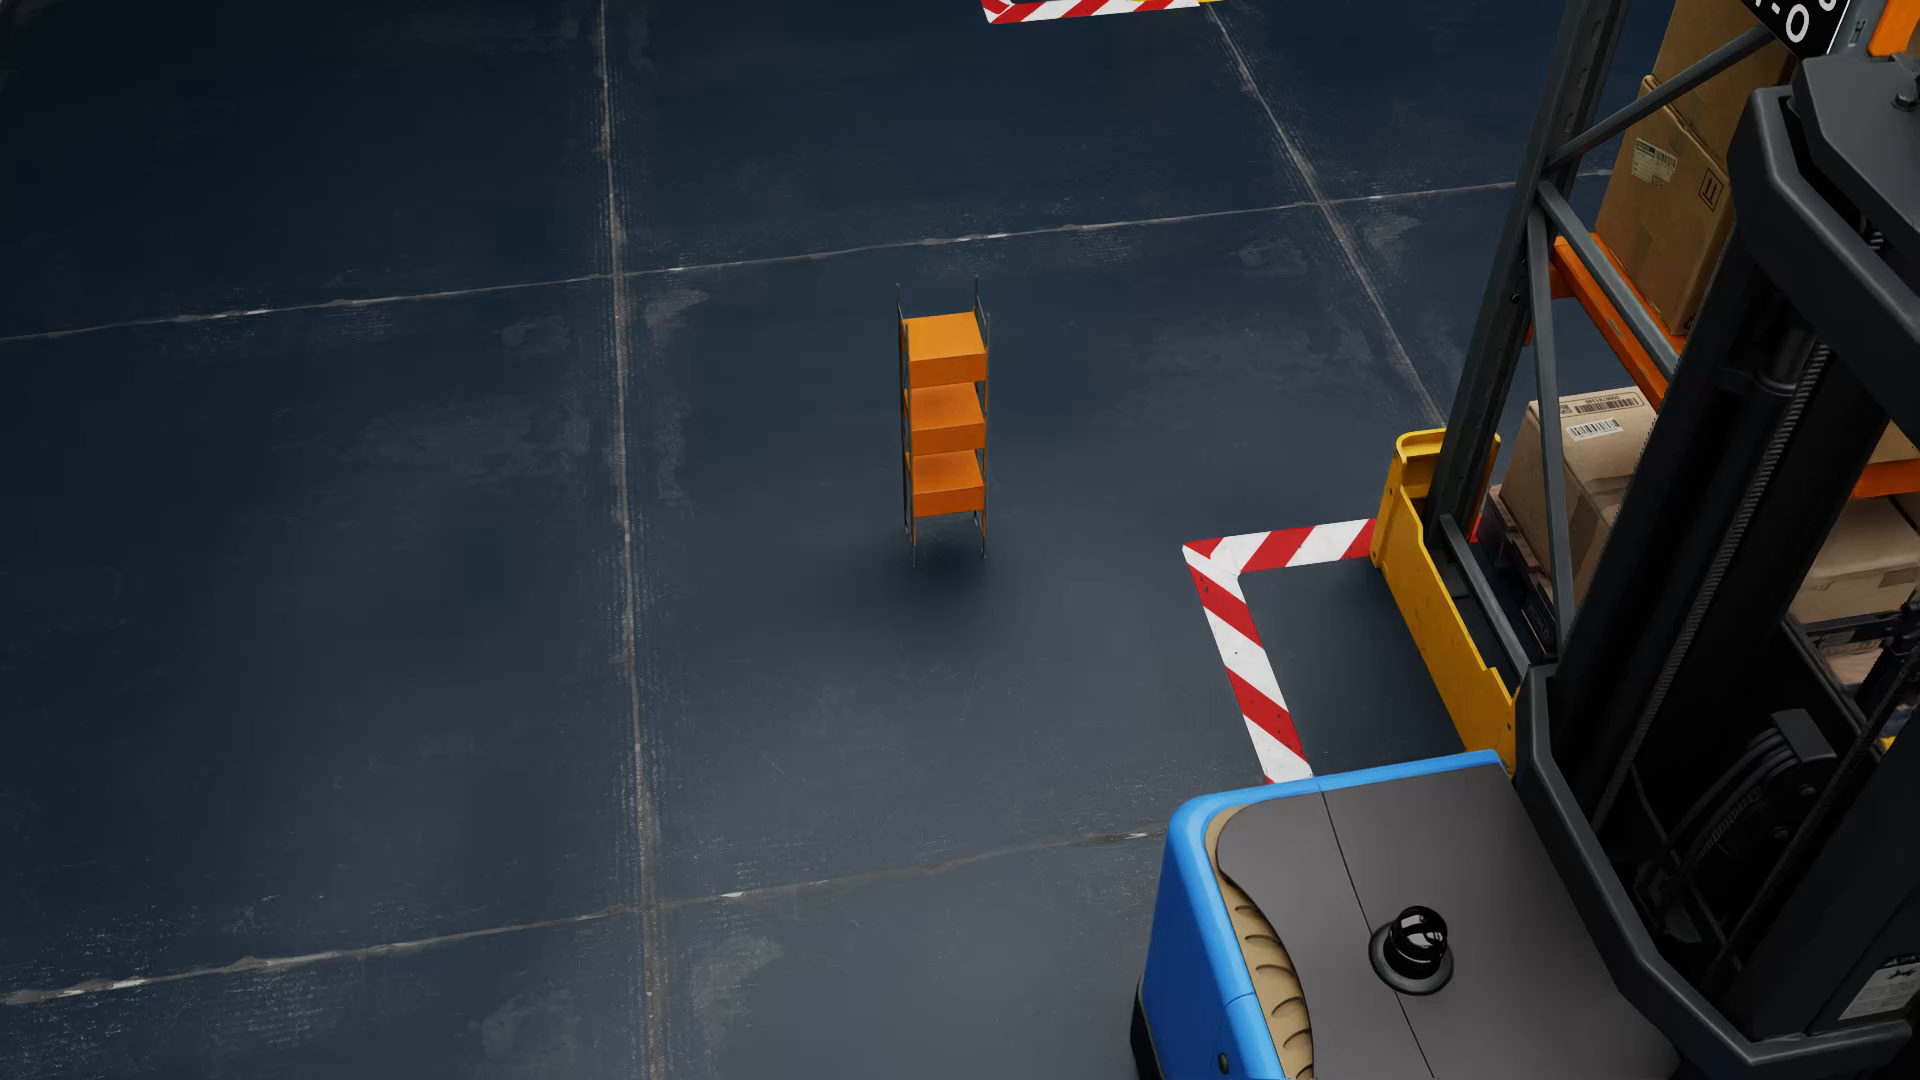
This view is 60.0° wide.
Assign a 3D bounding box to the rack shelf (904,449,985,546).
[{"bbox_3d":[-0.053,-0.158,5.573,0.240,0.259,0.215,-7,46,-7],"label":"rack shelf"}]

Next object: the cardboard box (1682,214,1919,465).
[{"bbox_3d":[2.208,-0.533,4.111,0.500,0.500,0.500,-7,47,-7],"label":"cardboard box"}]

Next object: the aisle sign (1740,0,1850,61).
[{"bbox_3d":[1.665,-1.330,3.143,0.004,0.787,0.394,-7,46,-7],"label":"aisle sign"}]

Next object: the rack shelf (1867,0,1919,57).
[{"bbox_3d":[3.657,-1.680,3.702,4.000,0.370,1.077,-7,46,-7],"label":"rack shelf"}]

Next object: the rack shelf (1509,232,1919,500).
[{"bbox_3d":[3.657,-0.639,4.782,4.000,0.370,1.077,-7,46,-7],"label":"rack shelf"}]

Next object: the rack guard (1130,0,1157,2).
[{"bbox_3d":[0.911,-3.307,8.589,0.348,0.500,1.175,-7,46,-7],"label":"rack guard"}]

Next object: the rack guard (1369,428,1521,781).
[{"bbox_3d":[1.662,0.227,5.184,0.348,0.500,1.175,-7,46,-7],"label":"rack guard"}]

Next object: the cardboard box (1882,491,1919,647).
[{"bbox_3d":[3.220,-0.170,5.318,0.875,0.438,0.875,-6,46,-6],"label":"cardboard box"}]

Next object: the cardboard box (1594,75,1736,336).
[{"bbox_3d":[2.116,-0.925,4.488,0.500,0.500,0.500,-7,46,-7],"label":"cardboard box"}]

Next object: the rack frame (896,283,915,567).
[{"bbox_3d":[-0.173,-0.343,5.351,0.008,1.050,0.200,-7,46,-7],"label":"rack frame"}]

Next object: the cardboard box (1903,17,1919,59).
[{"bbox_3d":[2.083,-1.097,3.509,0.250,0.149,0.380,-6,46,-6],"label":"cardboard box"}]

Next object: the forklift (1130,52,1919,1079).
[{"bbox_3d":[2.016,0.451,3.280,3.031,2.935,1.130,-8,47,-8],"label":"forklift"}]

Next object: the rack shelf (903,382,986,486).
[{"bbox_3d":[-0.053,-0.350,5.373,0.240,0.259,0.215,-7,46,-7],"label":"rack shelf"}]

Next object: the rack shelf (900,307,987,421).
[{"bbox_3d":[-0.053,-0.547,5.169,0.240,0.259,0.215,-7,46,-7],"label":"rack shelf"}]

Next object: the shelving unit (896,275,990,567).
[{"bbox_3d":[-0.053,-0.358,5.366,0.252,1.050,0.215,-7,46,-7],"label":"shelving unit"}]

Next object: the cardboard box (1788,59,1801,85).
[{"bbox_3d":[2.208,-0.881,3.752,0.500,0.500,0.500,-8,47,-8],"label":"cardboard box"}]

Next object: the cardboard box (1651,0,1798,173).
[{"bbox_3d":[2.120,-1.253,4.110,0.500,0.500,0.500,-6,46,-5],"label":"cardboard box"}]

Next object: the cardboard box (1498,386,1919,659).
[{"bbox_3d":[2.319,-0.052,5.204,0.875,0.438,0.875,-9,47,-8],"label":"cardboard box"}]

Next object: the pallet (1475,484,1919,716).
[{"bbox_3d":[2.461,0.171,5.439,1.213,0.211,1.003,-7,46,-7],"label":"pallet"}]

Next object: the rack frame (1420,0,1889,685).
[{"bbox_3d":[1.686,-0.643,4.286,0.127,3.000,1.000,-7,46,-7],"label":"rack frame"}]

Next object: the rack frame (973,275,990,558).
[{"bbox_3d":[0.067,-0.373,5.380,0.008,1.050,0.200,-7,46,-7],"label":"rack frame"}]
